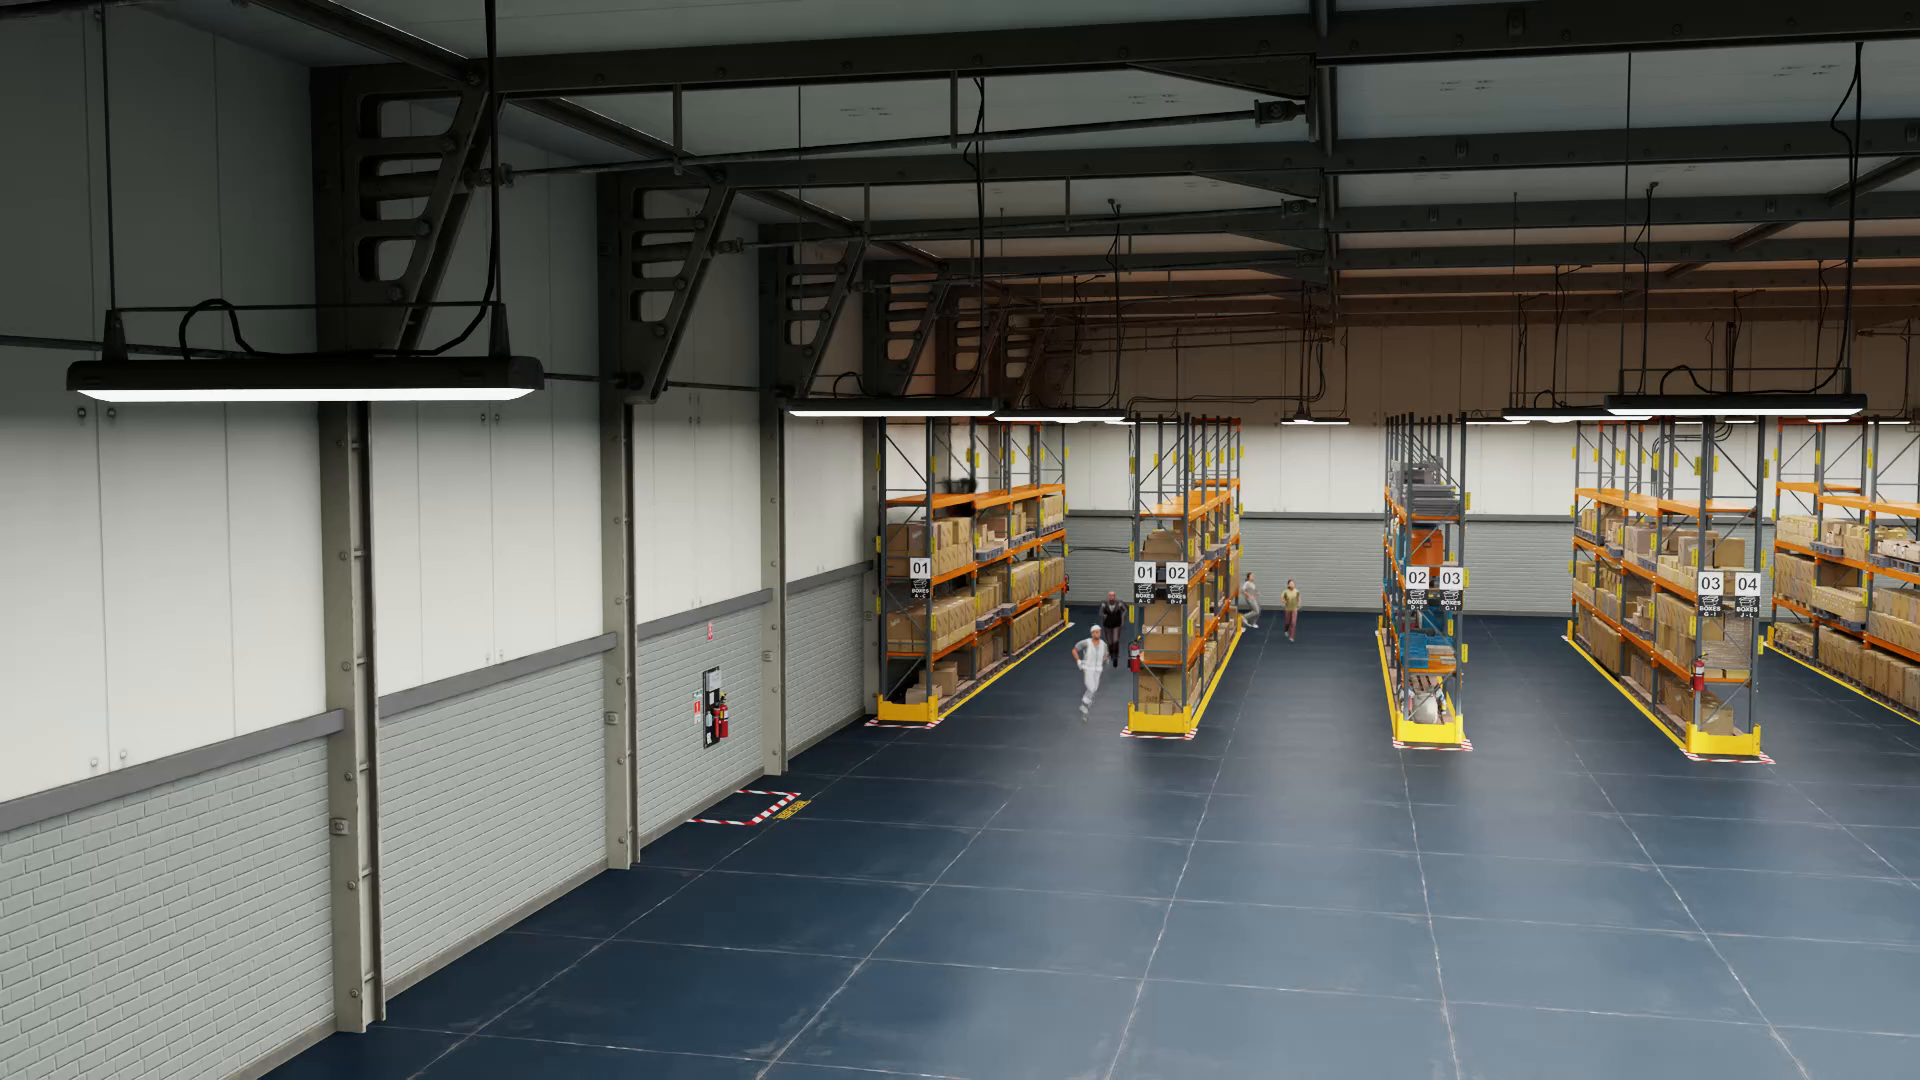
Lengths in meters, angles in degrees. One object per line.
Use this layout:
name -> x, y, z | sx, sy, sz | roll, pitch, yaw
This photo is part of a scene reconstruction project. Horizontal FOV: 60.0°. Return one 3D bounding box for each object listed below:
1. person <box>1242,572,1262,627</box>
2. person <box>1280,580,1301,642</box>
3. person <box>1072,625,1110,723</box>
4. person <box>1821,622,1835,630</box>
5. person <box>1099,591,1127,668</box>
person -> 8.326, 1.719, 47.570 | 0.541, 1.596, 0.567 | 2, 4, 30
person -> 8.869, 1.879, 44.583 | 0.583, 1.641, 0.820 | 0, 4, 2
person -> 2.501, 2.500, 31.258 | 0.656, 1.801, 0.744 | -2, 4, -25
person -> 22.992, 1.919, 44.255 | 0.785, 1.732, 0.773 | -2, 4, -26
person -> 3.544, 2.062, 38.705 | 0.638, 1.748, 0.779 | 1, 4, 16
